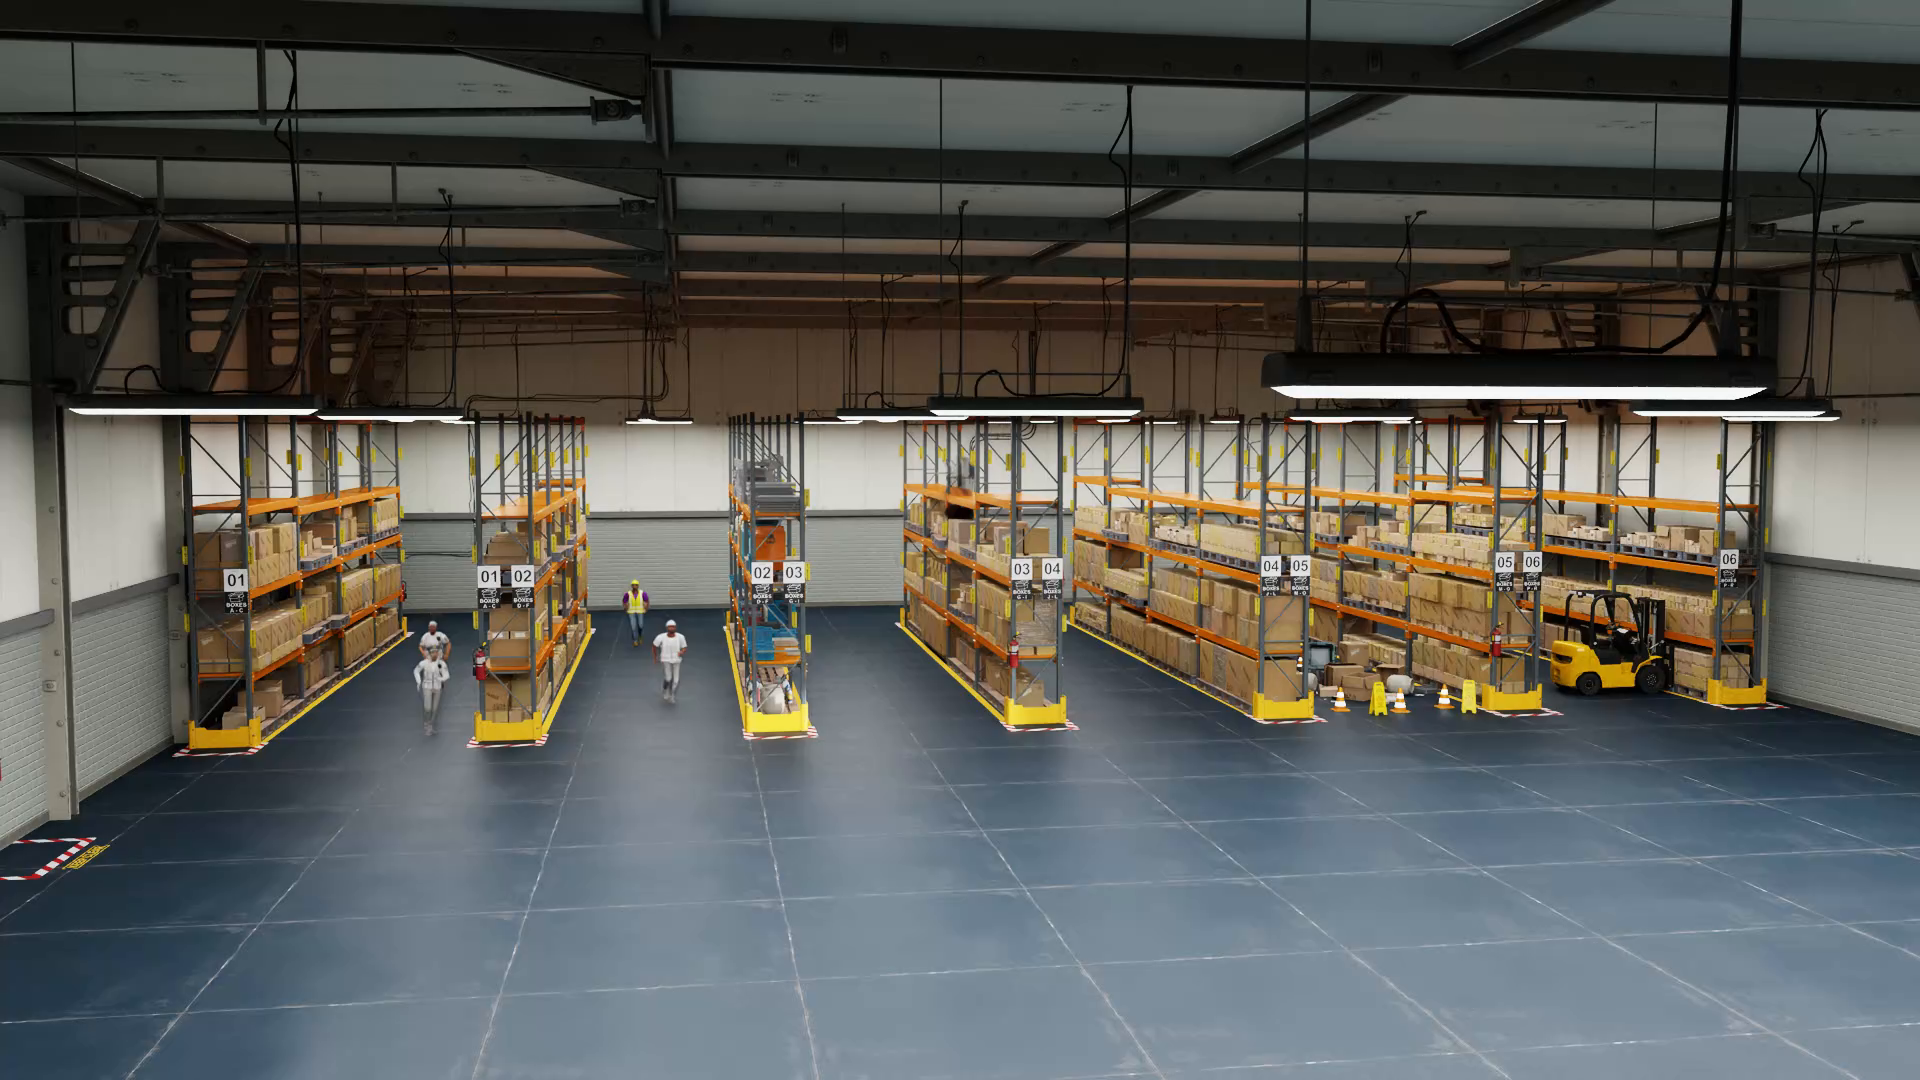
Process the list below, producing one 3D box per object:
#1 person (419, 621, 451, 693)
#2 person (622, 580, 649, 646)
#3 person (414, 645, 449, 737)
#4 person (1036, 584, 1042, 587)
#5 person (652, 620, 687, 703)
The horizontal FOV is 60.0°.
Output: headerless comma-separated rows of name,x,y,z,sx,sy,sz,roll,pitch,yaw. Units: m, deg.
person,-11.109,2.528,35.159,0.640,1.626,0.548,-1,4,-12
person,-8.439,1.907,43.310,0.688,1.721,0.582,-1,4,-12
person,-9.815,2.807,30.939,0.602,1.738,0.659,-2,4,-27
person,2.544,1.568,48.942,0.693,1.766,0.712,-3,5,-39
person,-5.966,2.518,34.333,0.692,1.724,0.607,-1,4,-19
